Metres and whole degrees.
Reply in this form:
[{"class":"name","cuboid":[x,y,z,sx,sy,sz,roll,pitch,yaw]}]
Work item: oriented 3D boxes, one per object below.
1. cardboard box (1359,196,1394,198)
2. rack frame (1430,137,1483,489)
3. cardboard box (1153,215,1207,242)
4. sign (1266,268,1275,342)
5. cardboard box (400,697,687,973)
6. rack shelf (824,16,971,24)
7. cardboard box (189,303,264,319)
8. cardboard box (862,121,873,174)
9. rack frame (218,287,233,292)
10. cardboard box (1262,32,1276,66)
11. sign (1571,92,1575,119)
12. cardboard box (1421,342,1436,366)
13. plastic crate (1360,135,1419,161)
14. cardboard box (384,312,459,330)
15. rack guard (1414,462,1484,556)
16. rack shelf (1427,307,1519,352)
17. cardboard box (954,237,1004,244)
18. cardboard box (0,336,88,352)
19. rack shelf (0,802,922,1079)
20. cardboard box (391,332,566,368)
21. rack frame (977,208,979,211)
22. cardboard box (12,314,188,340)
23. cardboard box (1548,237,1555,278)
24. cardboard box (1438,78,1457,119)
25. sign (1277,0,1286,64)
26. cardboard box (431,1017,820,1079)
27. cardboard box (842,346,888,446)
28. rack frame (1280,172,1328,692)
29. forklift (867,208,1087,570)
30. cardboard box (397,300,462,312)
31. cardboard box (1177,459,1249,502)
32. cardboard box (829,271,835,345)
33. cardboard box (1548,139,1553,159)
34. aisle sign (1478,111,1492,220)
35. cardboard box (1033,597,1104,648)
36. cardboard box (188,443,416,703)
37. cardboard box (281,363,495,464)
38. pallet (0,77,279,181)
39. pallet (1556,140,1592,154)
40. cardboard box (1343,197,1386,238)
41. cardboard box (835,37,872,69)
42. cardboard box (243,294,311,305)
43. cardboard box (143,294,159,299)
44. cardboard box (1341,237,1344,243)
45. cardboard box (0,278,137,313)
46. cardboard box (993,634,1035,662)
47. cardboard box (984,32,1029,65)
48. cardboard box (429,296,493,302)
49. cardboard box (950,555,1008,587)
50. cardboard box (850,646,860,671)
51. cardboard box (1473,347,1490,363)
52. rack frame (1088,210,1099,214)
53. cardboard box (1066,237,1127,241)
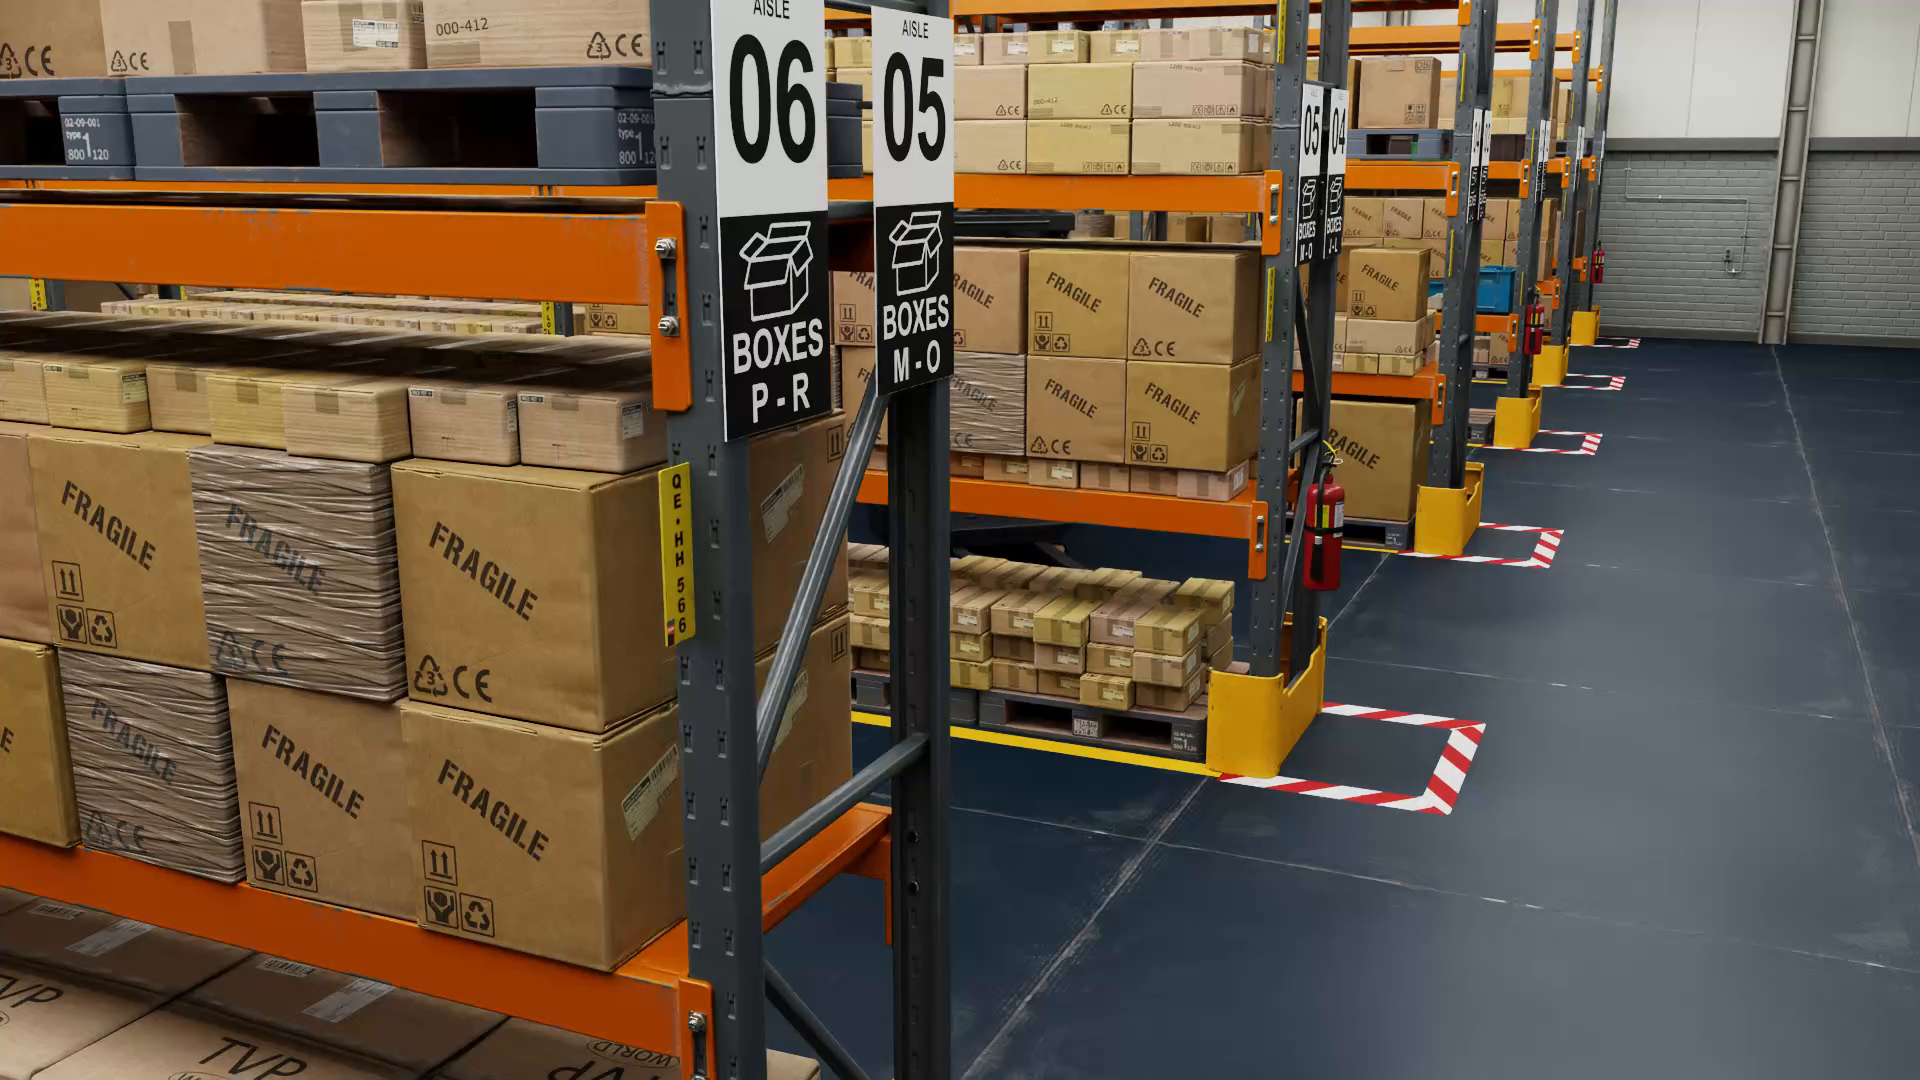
[{"class":"cardboard box","cuboid":[5.591,-4.364,22.381,0.500,0.500,0.500,6,14,24]},{"class":"rack frame","cuboid":[3.735,-1.476,12.480,0.127,3.000,1.000,6,14,23]},{"class":"cardboard box","cuboid":[3.097,-4.309,23.415,0.500,0.500,0.700,8,16,32]},{"class":"sign","cuboid":[1.391,-1.053,7.451,0.005,0.325,0.100,6,14,23]},{"class":"cardboard box","cuboid":[-0.827,0.556,3.602,0.500,0.500,0.500,6,14,24]},{"class":"rack shelf","cuboid":[1.268,-6.965,20.687,3.809,1.986,15.735,6,14,23]},{"class":"cardboard box","cuboid":[-4.626,-1.406,10.509,0.250,0.149,0.380,5,14,21]},{"class":"cardboard box","cuboid":[-0.301,-1.963,8.318,0.500,0.250,0.500,6,15,26]},{"class":"rack frame","cuboid":[-7.237,-2.587,17.212,0.127,3.000,1.000,6,14,23]},{"class":"cardboard box","cuboid":[1.430,-2.352,8.007,0.250,0.149,0.380,6,14,23]},{"class":"sign","cuboid":[7.508,-5.322,20.367,0.005,0.325,0.100,6,14,23]},{"class":"cardboard box","cuboid":[3.544,-1.456,12.943,0.250,0.149,0.380,6,14,24]},{"class":"plastic crate","cuboid":[4.456,-4.140,17.401,0.767,0.338,0.504,6,14,23]},{"class":"cardboard box","cuboid":[-3.191,-1.261,9.892,0.250,0.149,0.380,6,14,23]},{"class":"rack guard","cuboid":[3.757,-0.257,12.756,0.348,0.500,1.175,6,14,23]},{"class":"rack shelf","cuboid":[3.913,-2.346,17.760,4.000,0.370,1.077,6,14,23]},{"class":"cardboard box","cuboid":[-0.067,-1.372,8.975,0.500,0.500,0.500,5,14,21]},{"class":"cardboard box","cuboid":[-2.368,-0.400,4.064,0.250,0.149,0.380,6,14,23]},{"class":"rack shelf","cuboid":[-2.108,0.759,4.530,4.000,0.370,1.077,6,14,23]},{"class":"cardboard box","cuboid":[-1.199,-0.426,4.178,0.250,0.149,0.380,5,14,21]},{"class":"rack frame","cuboid":[0.437,-4.285,24.451,0.127,3.000,1.000,6,14,23]},{"class":"cardboard box","cuboid":[-2.382,-0.534,4.638,0.250,0.149,0.380,5,14,22]},{"class":"cardboard box","cuboid":[7.452,-3.690,21.695,0.500,0.500,0.500,6,15,24]},{"class":"cardboard box","cuboid":[6.351,-5.673,21.391,0.500,0.500,0.700,6,14,23]},{"class":"sign","cuboid":[1.391,-2.227,7.175,0.005,0.325,0.100,6,14,23]},{"class":"cardboard box","cuboid":[-0.923,1.596,4.075,0.875,0.438,0.875,5,14,21]},{"class":"cardboard box","cuboid":[-0.269,-0.773,8.613,0.500,0.500,0.500,7,15,26]},{"class":"rack frame","cuboid":[1.635,-0.450,8.108,0.053,2.616,0.949,6,14,23]},{"class":"forklift","cuboid":[0.147,-1.271,11.753,1.130,2.935,3.031,-4,14,-15]},{"class":"cardboard box","cuboid":[-3.380,-1.444,10.669,0.250,0.149,0.380,6,15,25]},{"class":"cardboard box","cuboid":[1.221,-0.299,8.011,0.250,0.149,0.380,6,14,23]},{"class":"cardboard box","cuboid":[-0.781,-1.310,8.711,0.500,0.500,0.500,6,14,24]},{"class":"cardboard box","cuboid":[7.174,-4.925,20.939,0.500,0.250,0.500,6,14,23]},{"class":"aisle sign","cuboid":[3.922,-2.798,12.422,0.004,0.787,0.394,6,14,23]},{"class":"cardboard box","cuboid":[0.552,0.415,8.437,0.250,0.149,0.380,5,14,22]},{"class":"cardboard box","cuboid":[-1.306,0.021,3.692,0.500,0.500,0.500,6,14,23]},{"class":"cardboard box","cuboid":[-1.200,-0.274,3.528,0.250,0.149,0.380,6,14,23]},{"class":"pallet","cuboid":[-2.081,-1.003,4.090,1.213,0.211,1.003,6,14,23]},{"class":"pallet","cuboid":[9.071,-6.064,25.658,1.213,0.211,1.003,6,14,23]},{"class":"cardboard box","cuboid":[5.352,-4.253,21.906,0.500,0.500,0.500,5,14,22]},{"class":"cardboard box","cuboid":[-0.429,-2.414,8.271,0.250,0.149,0.380,5,14,22]},{"class":"cardboard box","cuboid":[-4.579,-1.564,11.183,0.250,0.149,0.380,6,15,25]},{"class":"cardboard box","cuboid":[-8.255,-2.484,17.323,0.250,0.149,0.380,6,14,23]},{"class":"cardboard box","cuboid":[4.919,-3.813,22.220,0.500,0.500,0.500,6,15,24]},{"class":"cardboard box","cuboid":[-6.087,-1.769,11.320,0.500,0.500,0.700,6,14,23]},{"class":"cardboard box","cuboid":[0.356,0.506,8.704,0.250,0.149,0.380,6,14,23]},{"class":"cardboard box","cuboid":[0.297,-2.349,7.993,0.250,0.149,0.380,5,14,22]},{"class":"cardboard box","cuboid":[-4.640,-2.542,15.884,0.500,0.500,0.700,8,16,32]},{"class":"cardboard box","cuboid":[0.081,0.207,9.325,0.250,0.149,0.380,6,14,24]},{"class":"cardboard box","cuboid":[-0.618,0.576,9.055,0.250,0.149,0.380,5,14,22]},{"class":"cardboard box","cuboid":[6.820,-2.435,21.805,0.250,0.166,0.380,6,14,23]},{"class":"rack frame","cuboid":[2.440,-5.320,28.862,0.127,3.000,1.000,6,14,23]},{"class":"cardboard box","cuboid":[1.063,-2.249,13.811,0.500,0.500,0.500,6,14,24]}]
